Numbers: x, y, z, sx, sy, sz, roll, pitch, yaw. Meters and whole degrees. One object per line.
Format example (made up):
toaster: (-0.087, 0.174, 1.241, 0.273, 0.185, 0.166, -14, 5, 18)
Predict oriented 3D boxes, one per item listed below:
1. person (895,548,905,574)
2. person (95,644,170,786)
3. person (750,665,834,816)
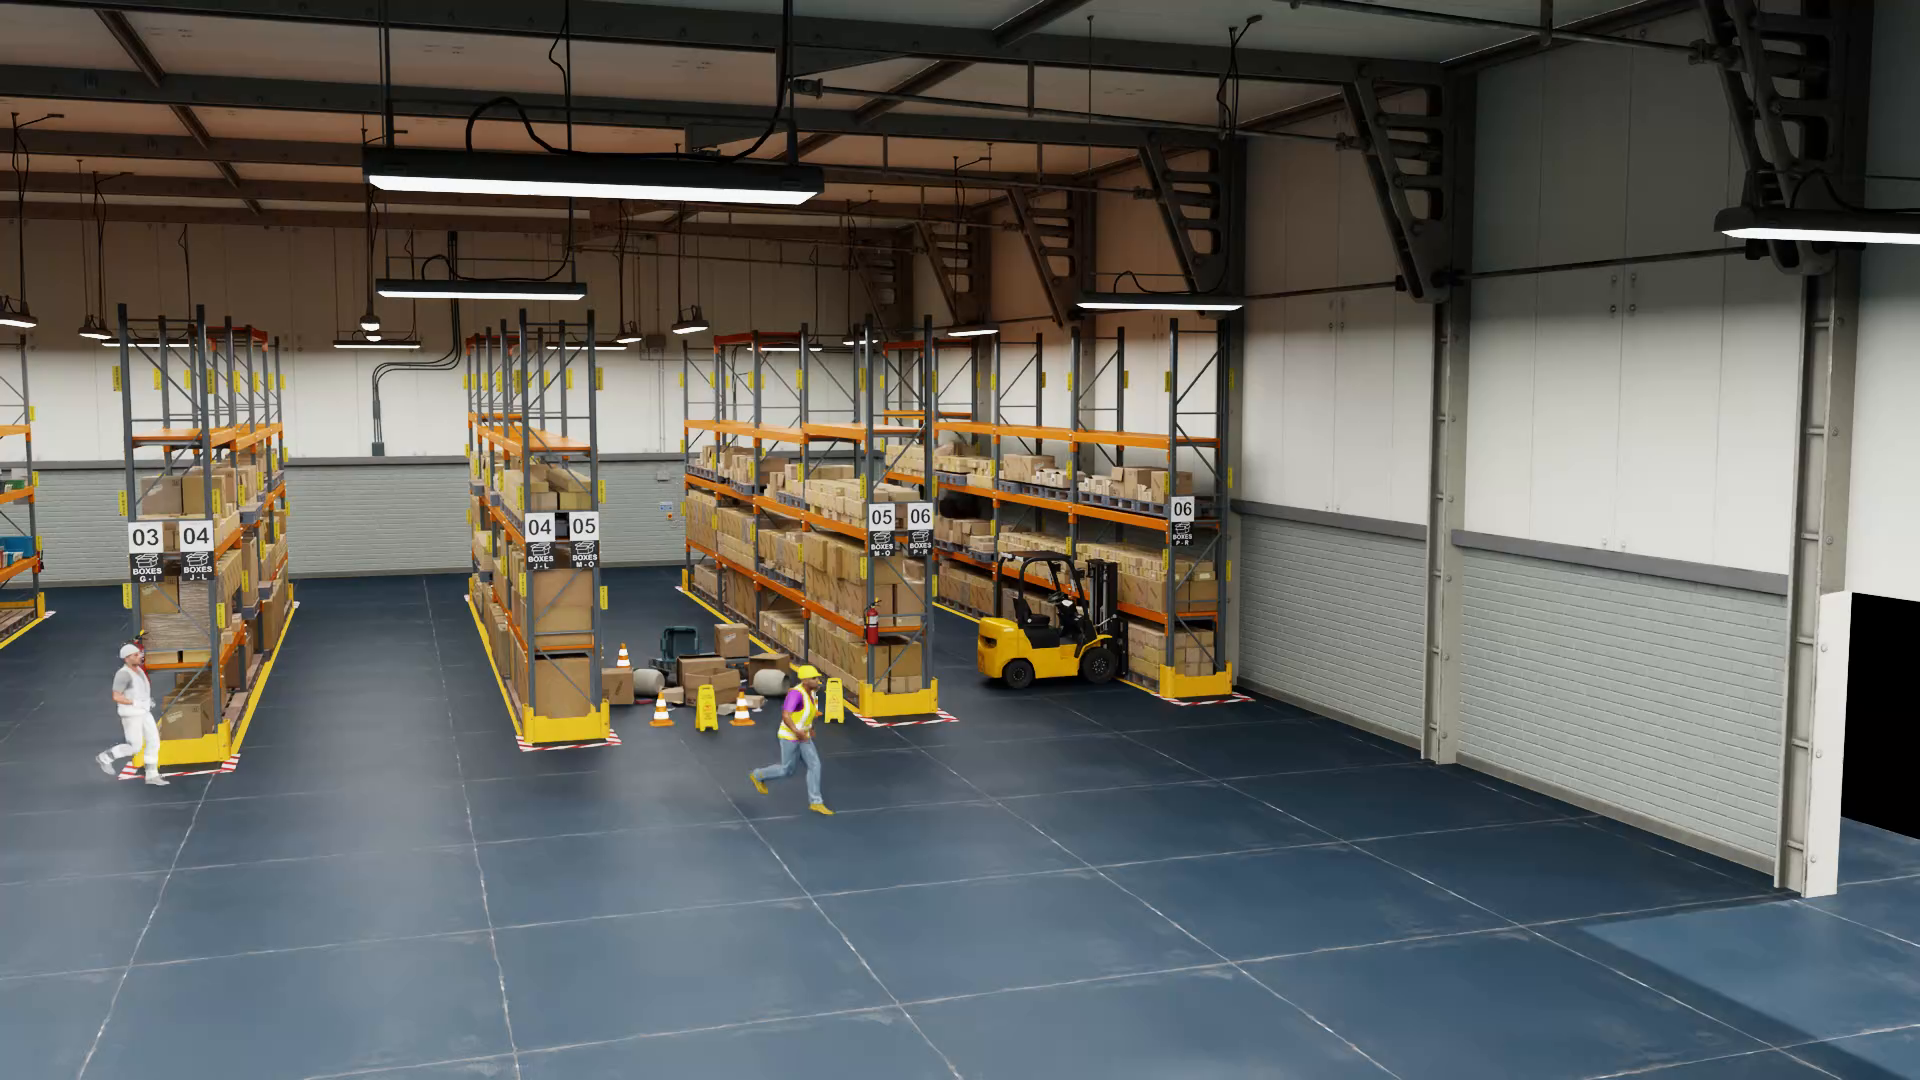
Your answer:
person: (-1.364, 0.958, 33.374, 0.590, 1.656, 0.813, -2, 6, -23)
person: (-10.275, 2.176, 20.633, 0.883, 1.780, 0.655, 0, 5, 2)
person: (-1.958, 2.319, 19.387, 1.052, 1.754, 0.700, 2, 6, 20)
